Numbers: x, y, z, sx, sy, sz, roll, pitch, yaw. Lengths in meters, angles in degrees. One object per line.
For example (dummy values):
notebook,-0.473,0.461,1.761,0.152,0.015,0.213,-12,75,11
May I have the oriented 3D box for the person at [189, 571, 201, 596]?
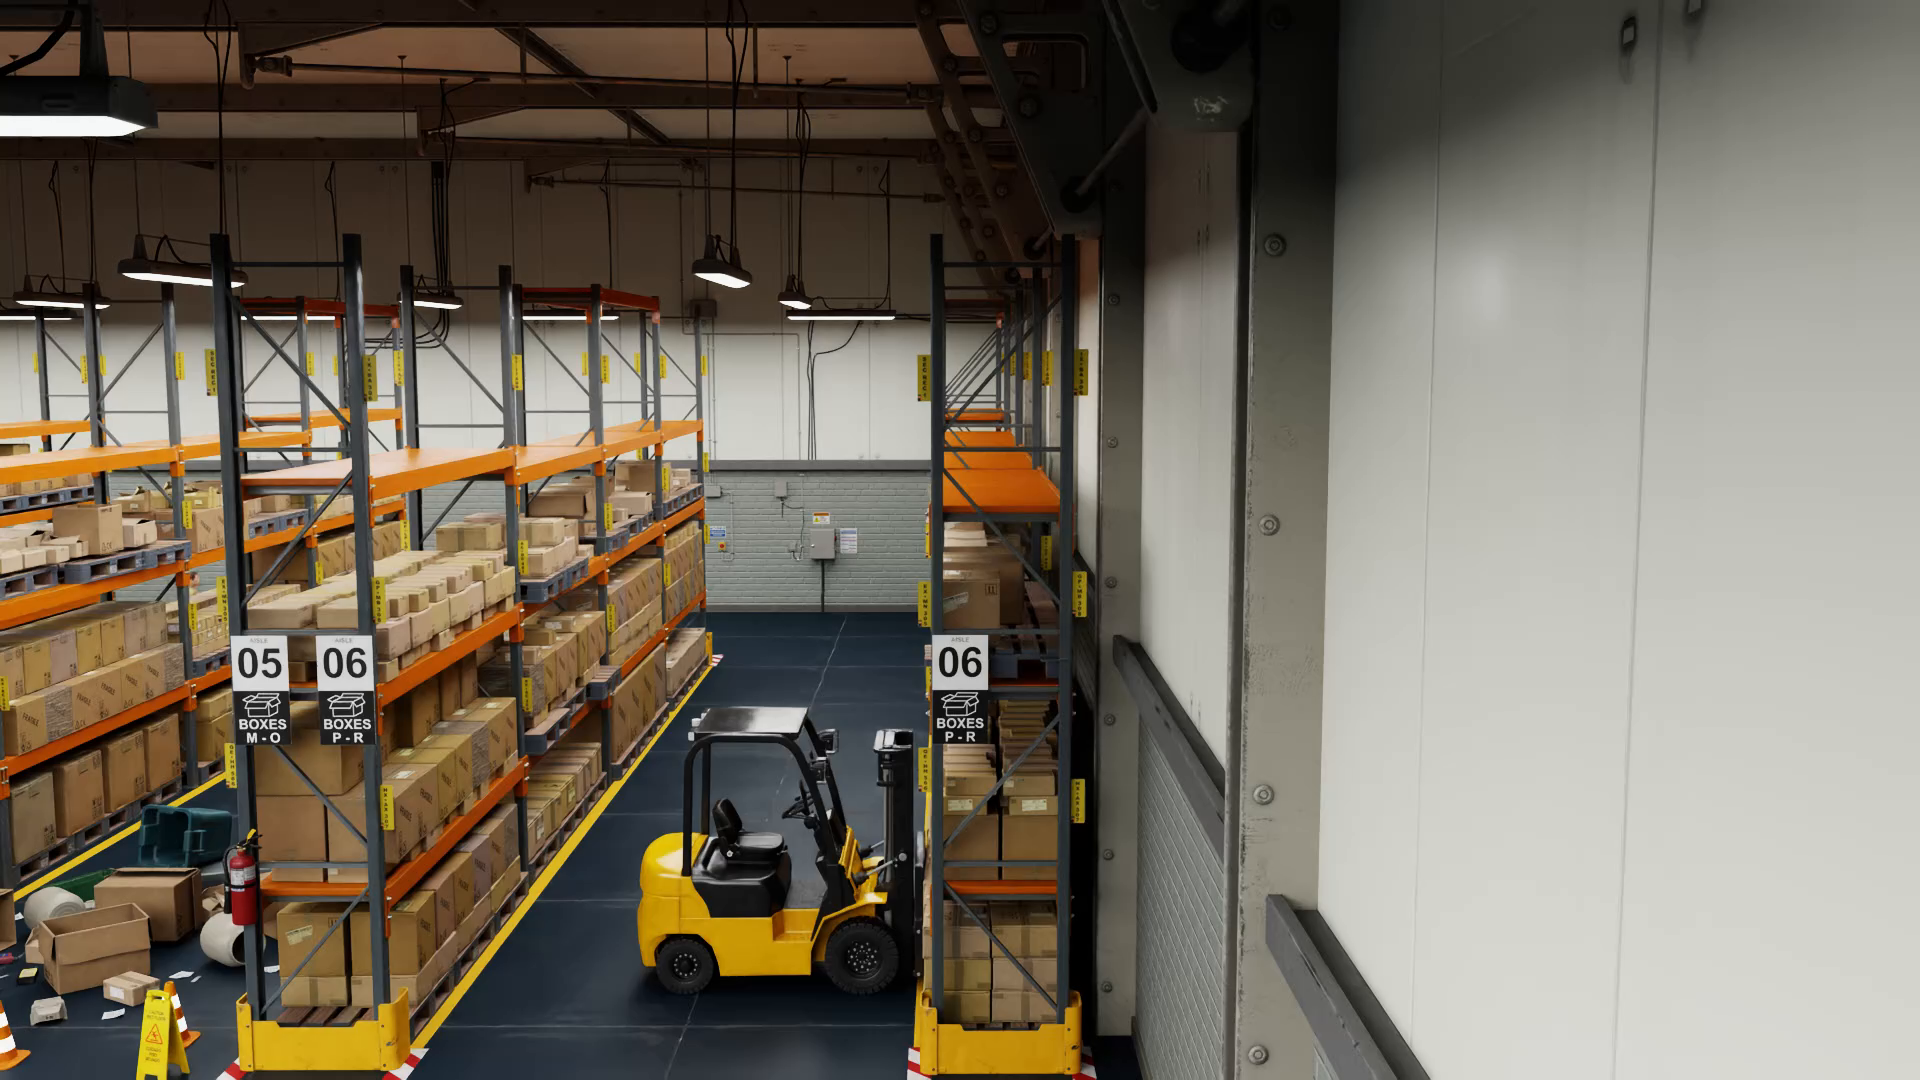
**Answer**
person,-12.560,1.343,27.055,0.769,1.659,0.520,-5,8,-40
